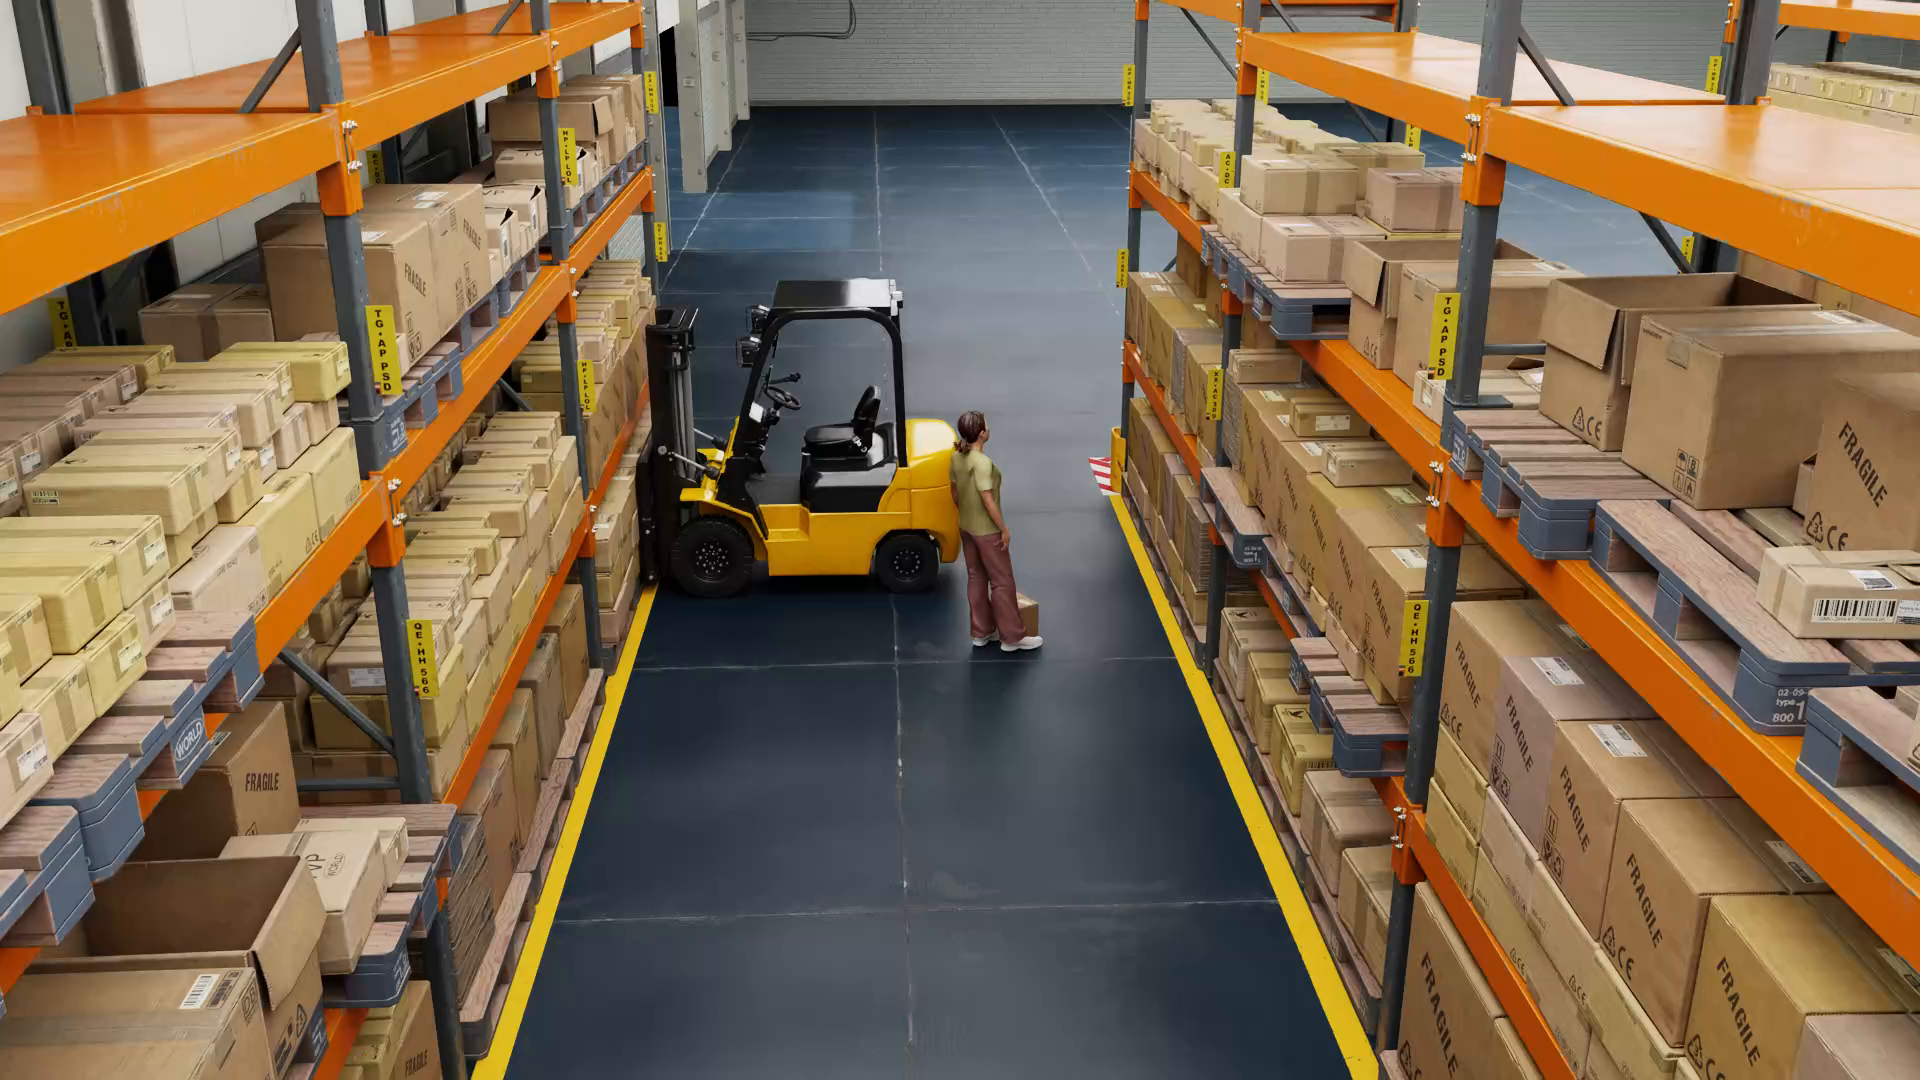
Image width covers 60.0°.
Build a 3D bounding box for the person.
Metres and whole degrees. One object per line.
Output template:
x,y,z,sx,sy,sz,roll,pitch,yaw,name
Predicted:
0.212,-0.078,11.263,0.549,1.677,0.554,-12,24,-30,person
